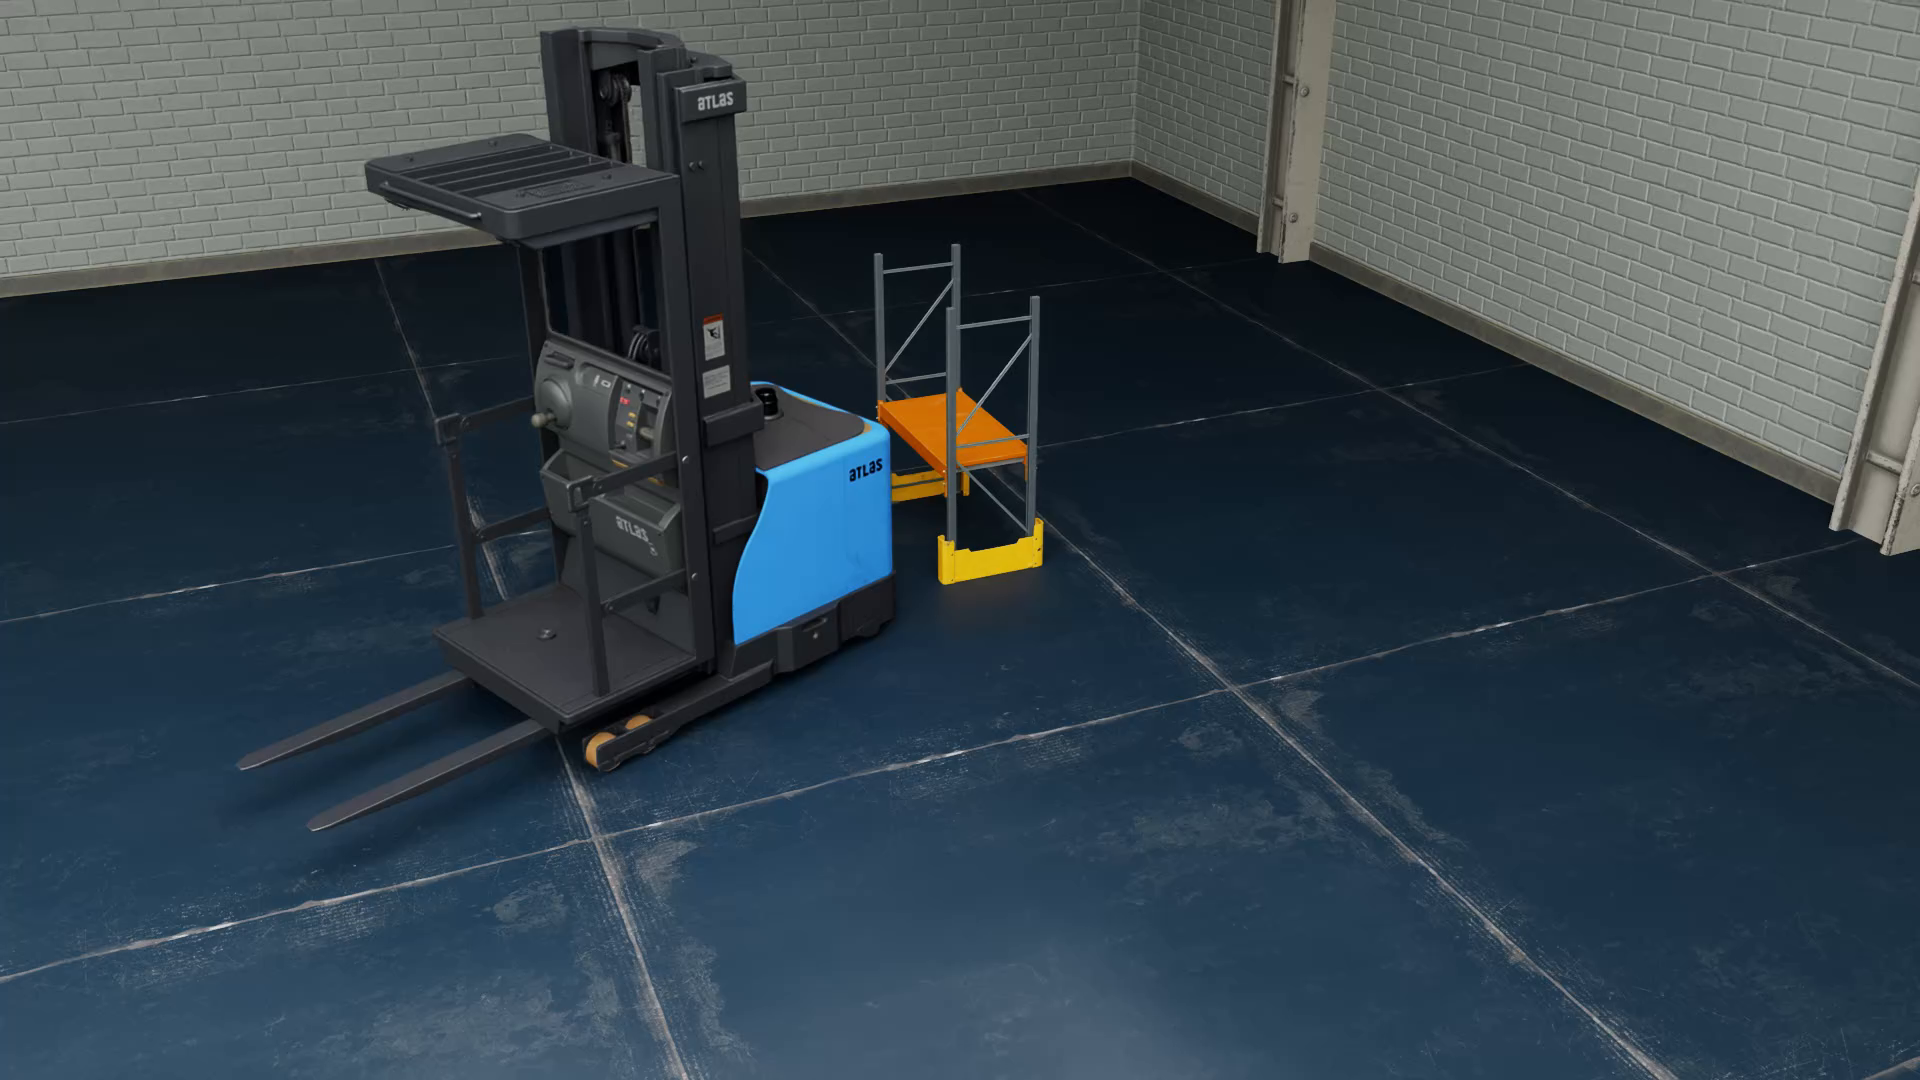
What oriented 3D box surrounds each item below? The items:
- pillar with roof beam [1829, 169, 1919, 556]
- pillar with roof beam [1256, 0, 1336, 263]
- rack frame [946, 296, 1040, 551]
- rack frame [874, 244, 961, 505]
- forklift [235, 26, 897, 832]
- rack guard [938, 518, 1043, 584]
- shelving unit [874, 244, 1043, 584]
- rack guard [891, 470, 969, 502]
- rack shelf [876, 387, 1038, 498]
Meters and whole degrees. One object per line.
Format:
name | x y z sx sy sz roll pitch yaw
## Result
pillar with roof beam | 1.164 -3.323 5.800 9.100 9.000 0.400 -11 28 -21
pillar with roof beam | -1.186 -5.746 10.761 9.100 9.000 0.400 -11 28 -21
rack frame | 0.166 -0.503 8.571 0.500 1.500 0.032 -11 28 -21
rack frame | -0.232 -0.914 9.412 0.500 1.500 0.032 -11 28 -21
forklift | -1.699 -0.570 7.076 1.130 2.935 3.031 23 34 38
rack guard | 0.165 0.058 8.846 0.587 0.250 0.087 -11 28 -21
shelving unit | -0.030 -0.705 8.984 0.587 1.500 1.083 -11 28 -21
rack guard | -0.225 -0.344 9.670 0.587 0.250 0.087 -11 28 -21
rack shelf | -0.033 -0.547 9.070 0.538 0.185 1.000 -11 28 -21
